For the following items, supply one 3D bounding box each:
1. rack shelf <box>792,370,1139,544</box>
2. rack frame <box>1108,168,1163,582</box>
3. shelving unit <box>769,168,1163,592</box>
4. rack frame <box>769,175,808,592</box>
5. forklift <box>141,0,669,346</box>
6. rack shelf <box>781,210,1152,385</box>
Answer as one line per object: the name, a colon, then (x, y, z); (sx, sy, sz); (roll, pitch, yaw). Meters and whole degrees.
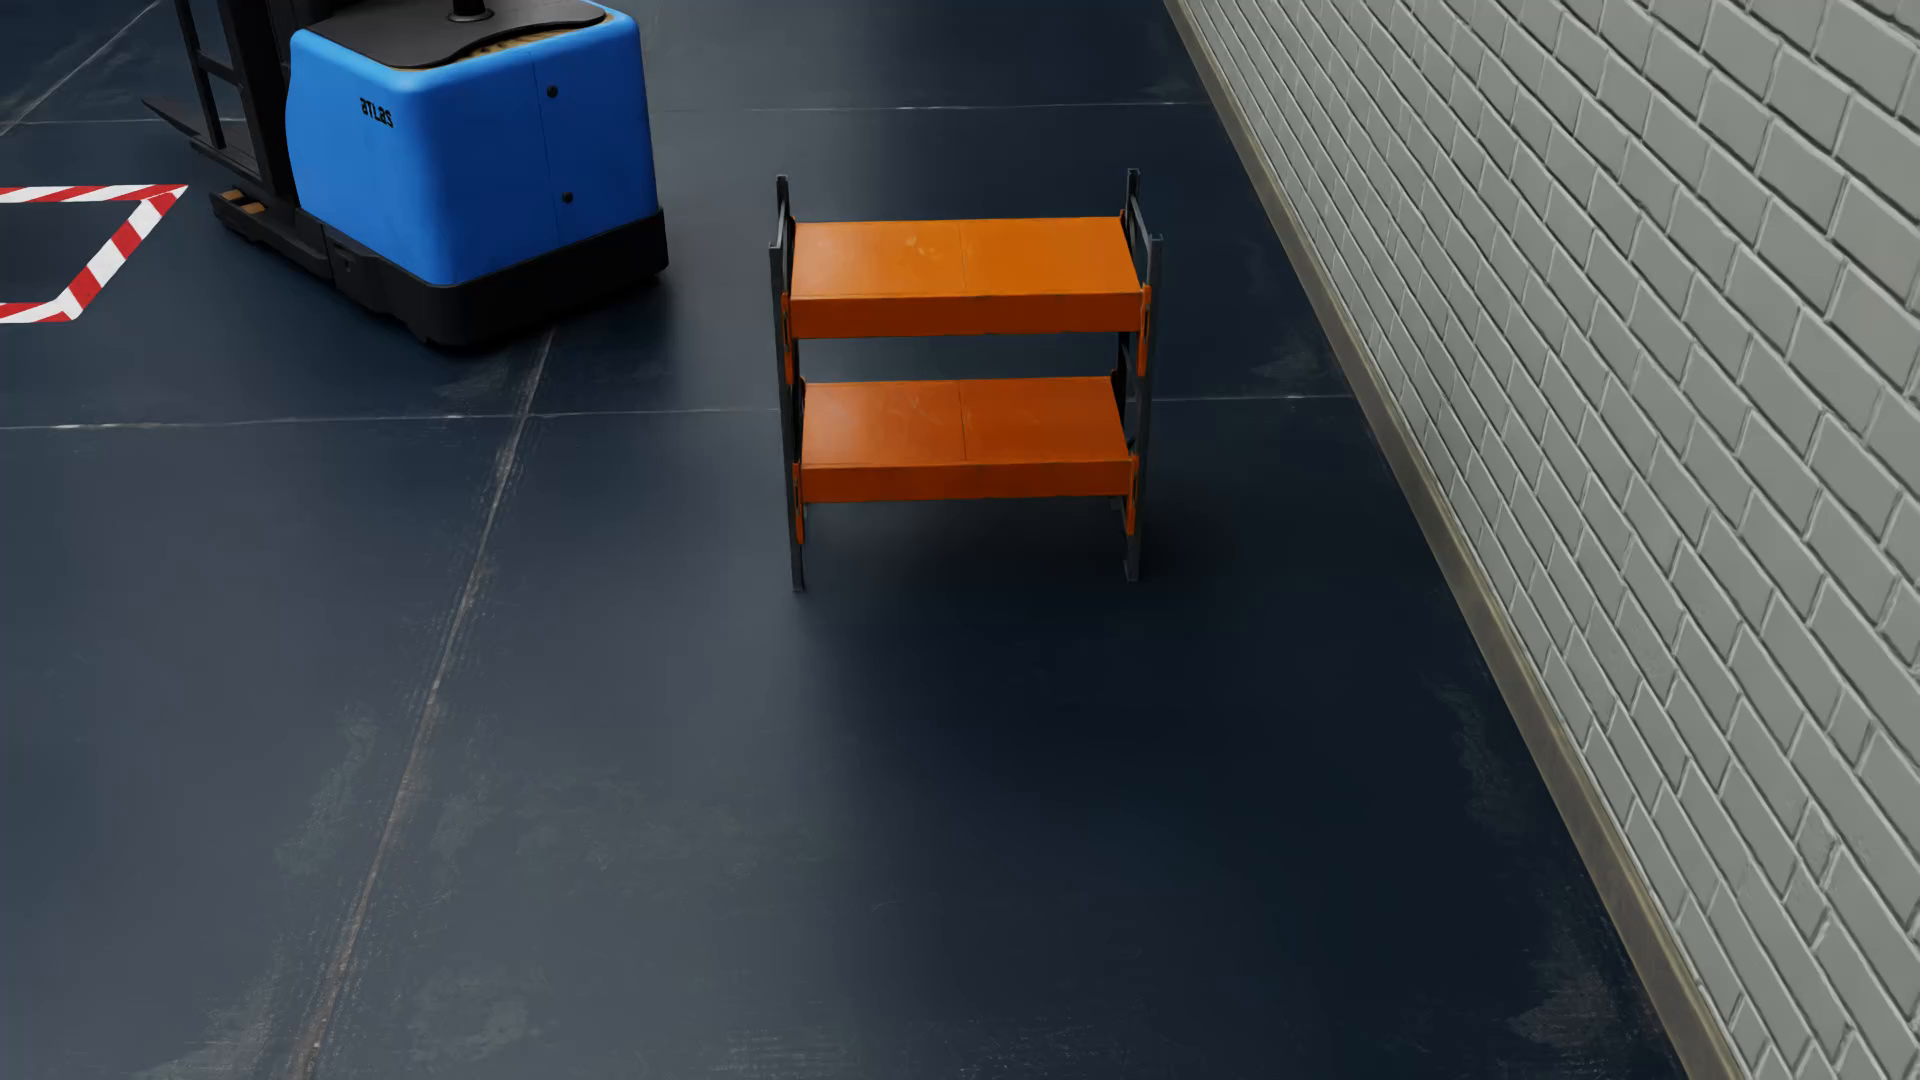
rack shelf: (0.007, -0.262, 5.069); (1.000, 0.278, 0.538); (-2, 35, -2)
rack frame: (0.515, -0.476, 4.950); (0.032, 1.125, 0.500); (-2, 35, -2)
shelving unit: (0.007, -0.463, 4.930); (1.048, 1.125, 0.538); (-2, 35, -2)
rack frame: (-0.501, -0.449, 4.910); (0.032, 1.125, 0.500); (-2, 35, -2)
forklift: (-2.583, -2.657, 6.514); (3.031, 2.935, 1.130); (29, 44, 35)
rack shelf: (0.007, -0.703, 4.764); (1.000, 0.278, 0.538); (-2, 35, -2)
